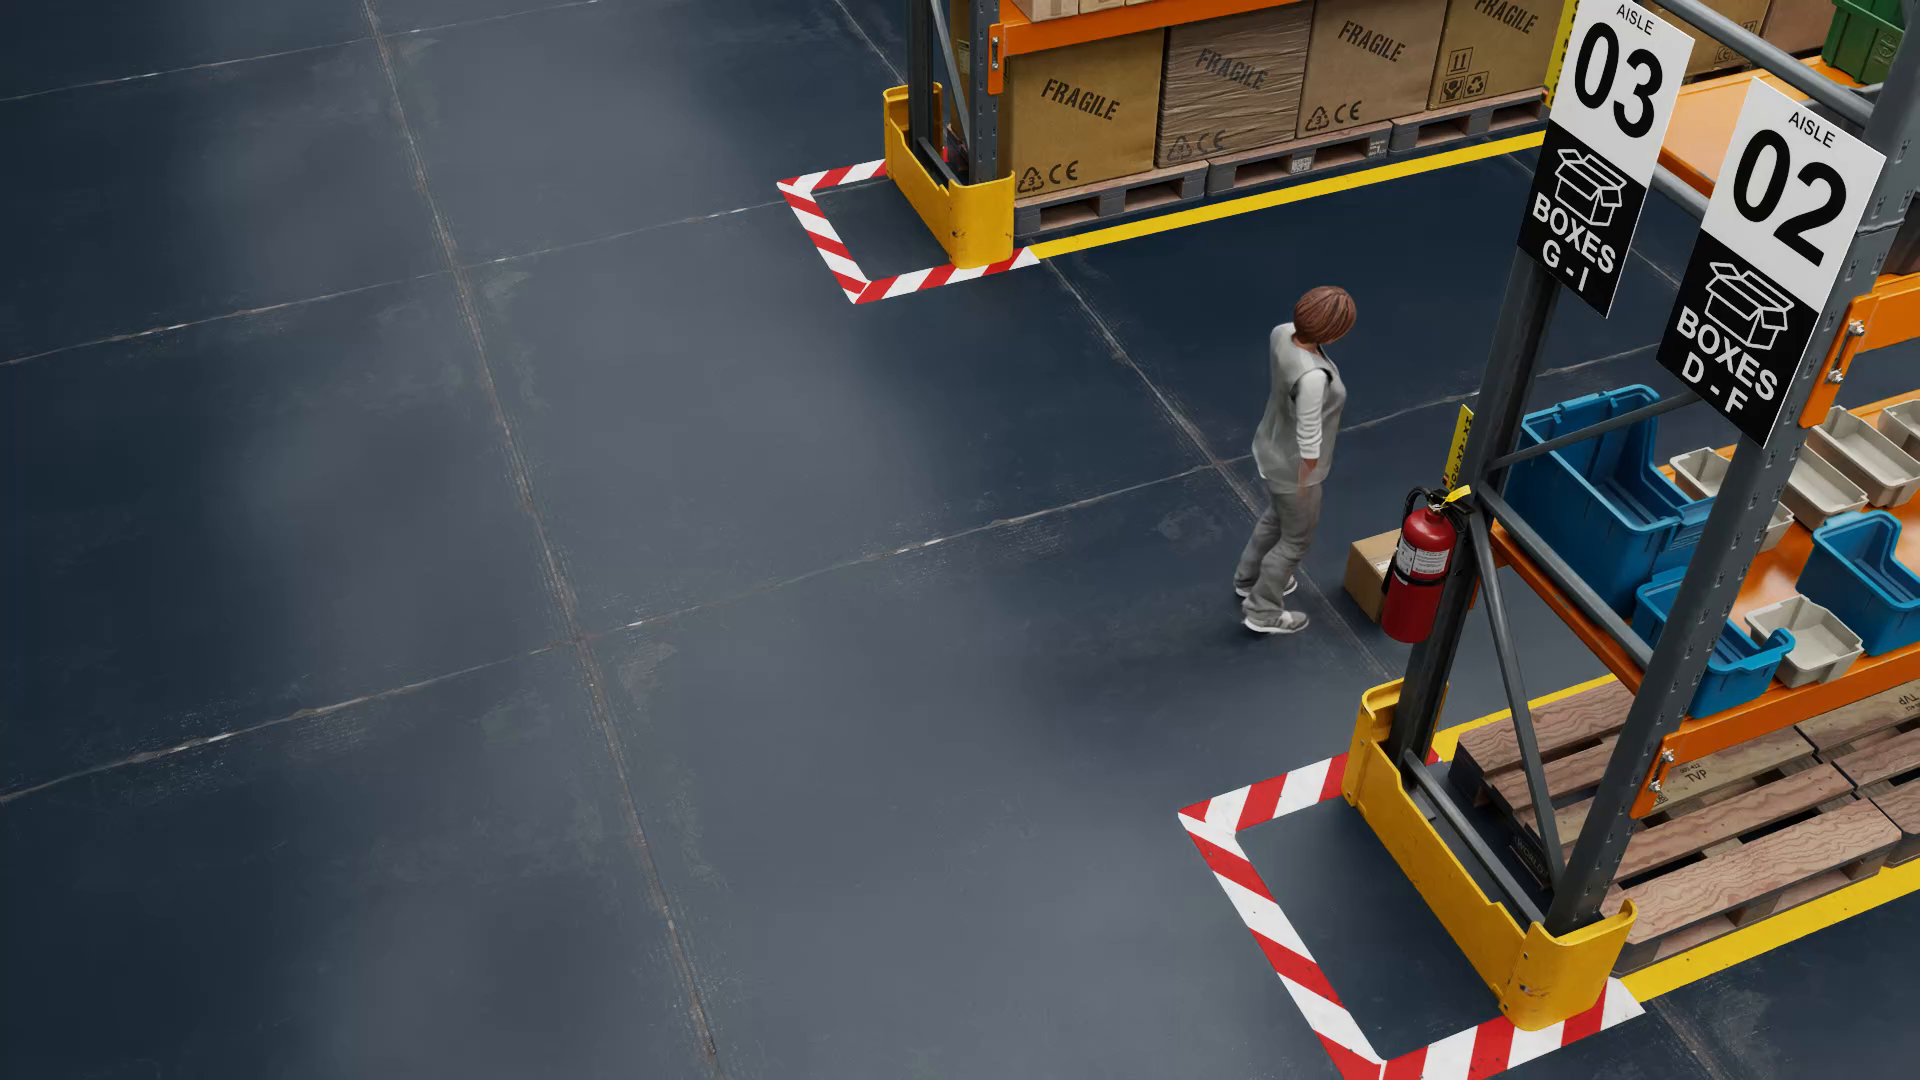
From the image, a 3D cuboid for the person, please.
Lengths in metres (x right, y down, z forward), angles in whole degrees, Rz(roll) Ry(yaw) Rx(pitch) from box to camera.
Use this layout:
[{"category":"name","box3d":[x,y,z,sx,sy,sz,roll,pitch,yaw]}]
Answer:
[{"category":"person","box3d":[1.298,-0.315,6.526,0.307,1.595,0.409,-4,43,-5]}]
